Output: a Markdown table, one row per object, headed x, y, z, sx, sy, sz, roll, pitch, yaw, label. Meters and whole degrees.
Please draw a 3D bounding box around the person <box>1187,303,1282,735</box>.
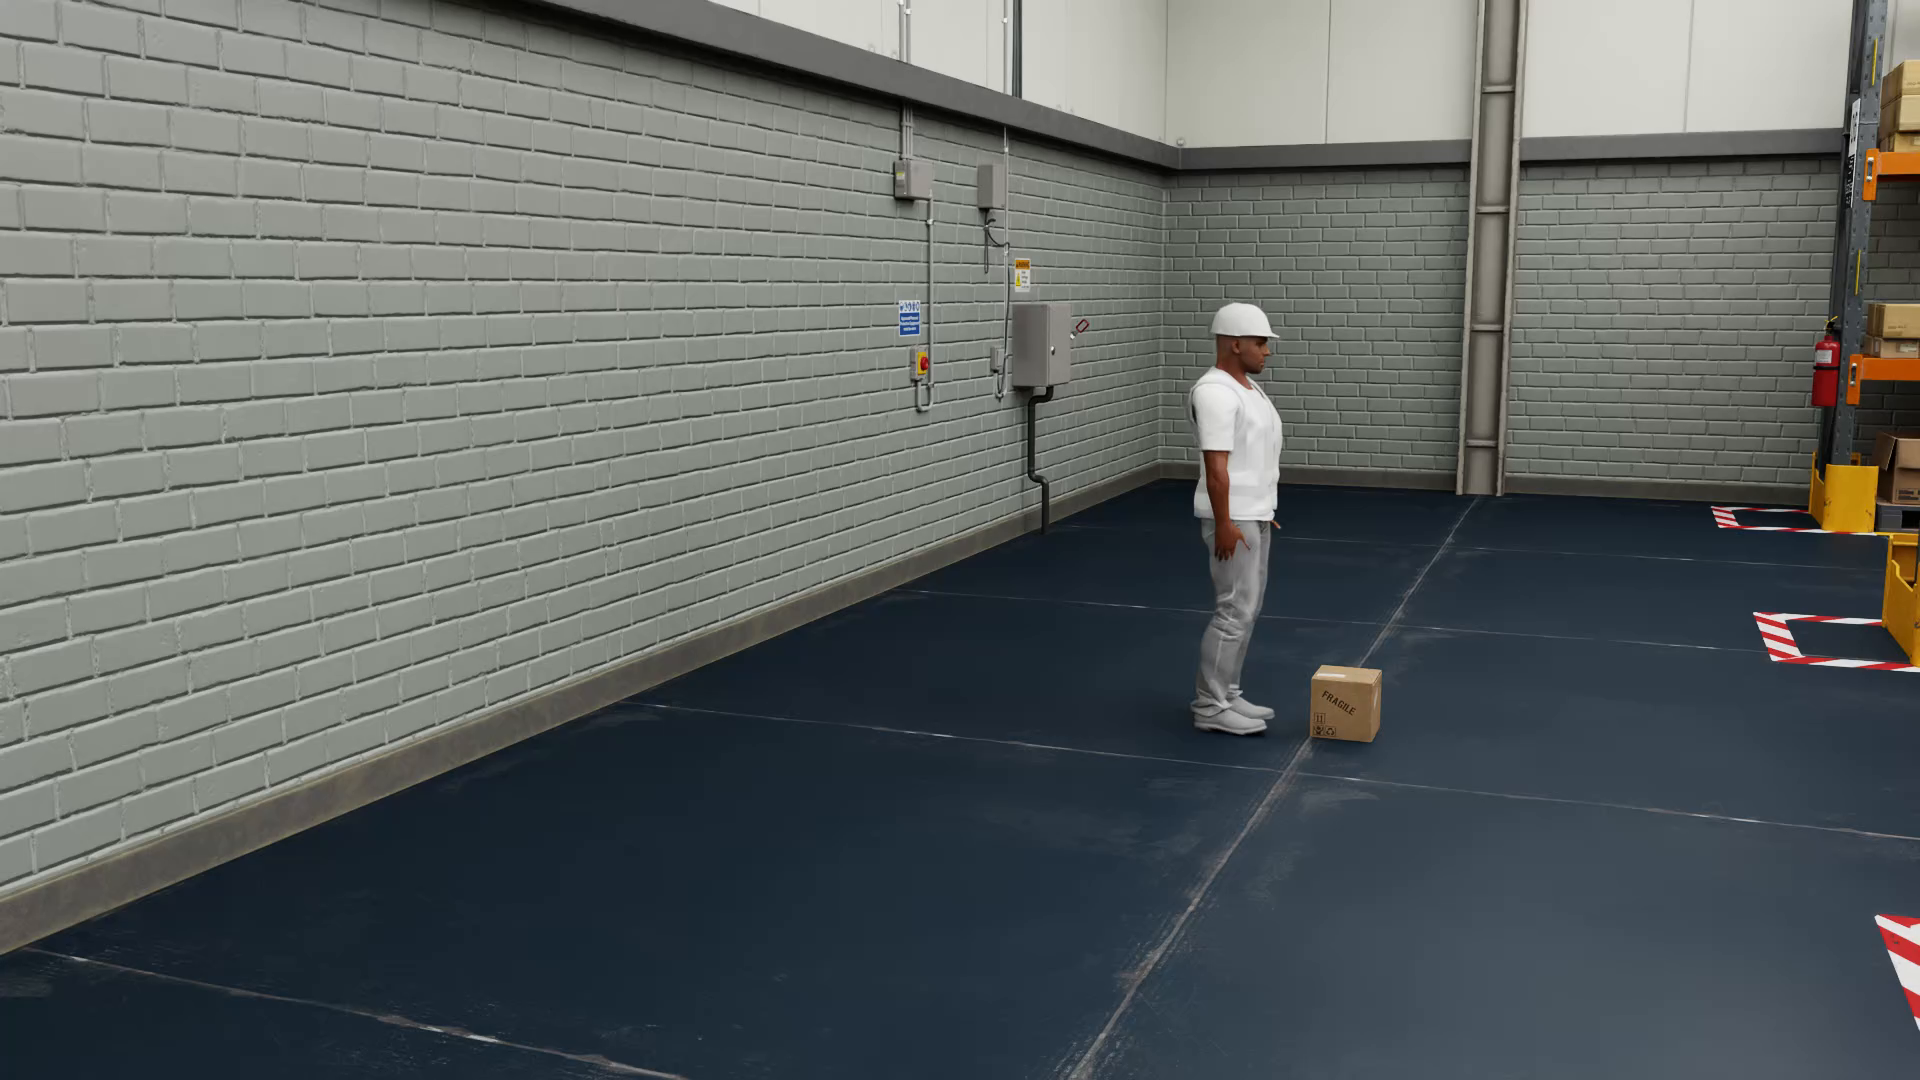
| x | y | z | sx | sy | sz | roll | pitch | yaw | label |
| --- | --- | --- | --- | --- | --- | --- | --- | --- | --- |
| 1.154 | -0.094 | 6.930 | 0.364 | 1.773 | 0.565 | 4 | 9 | 22 | person |
